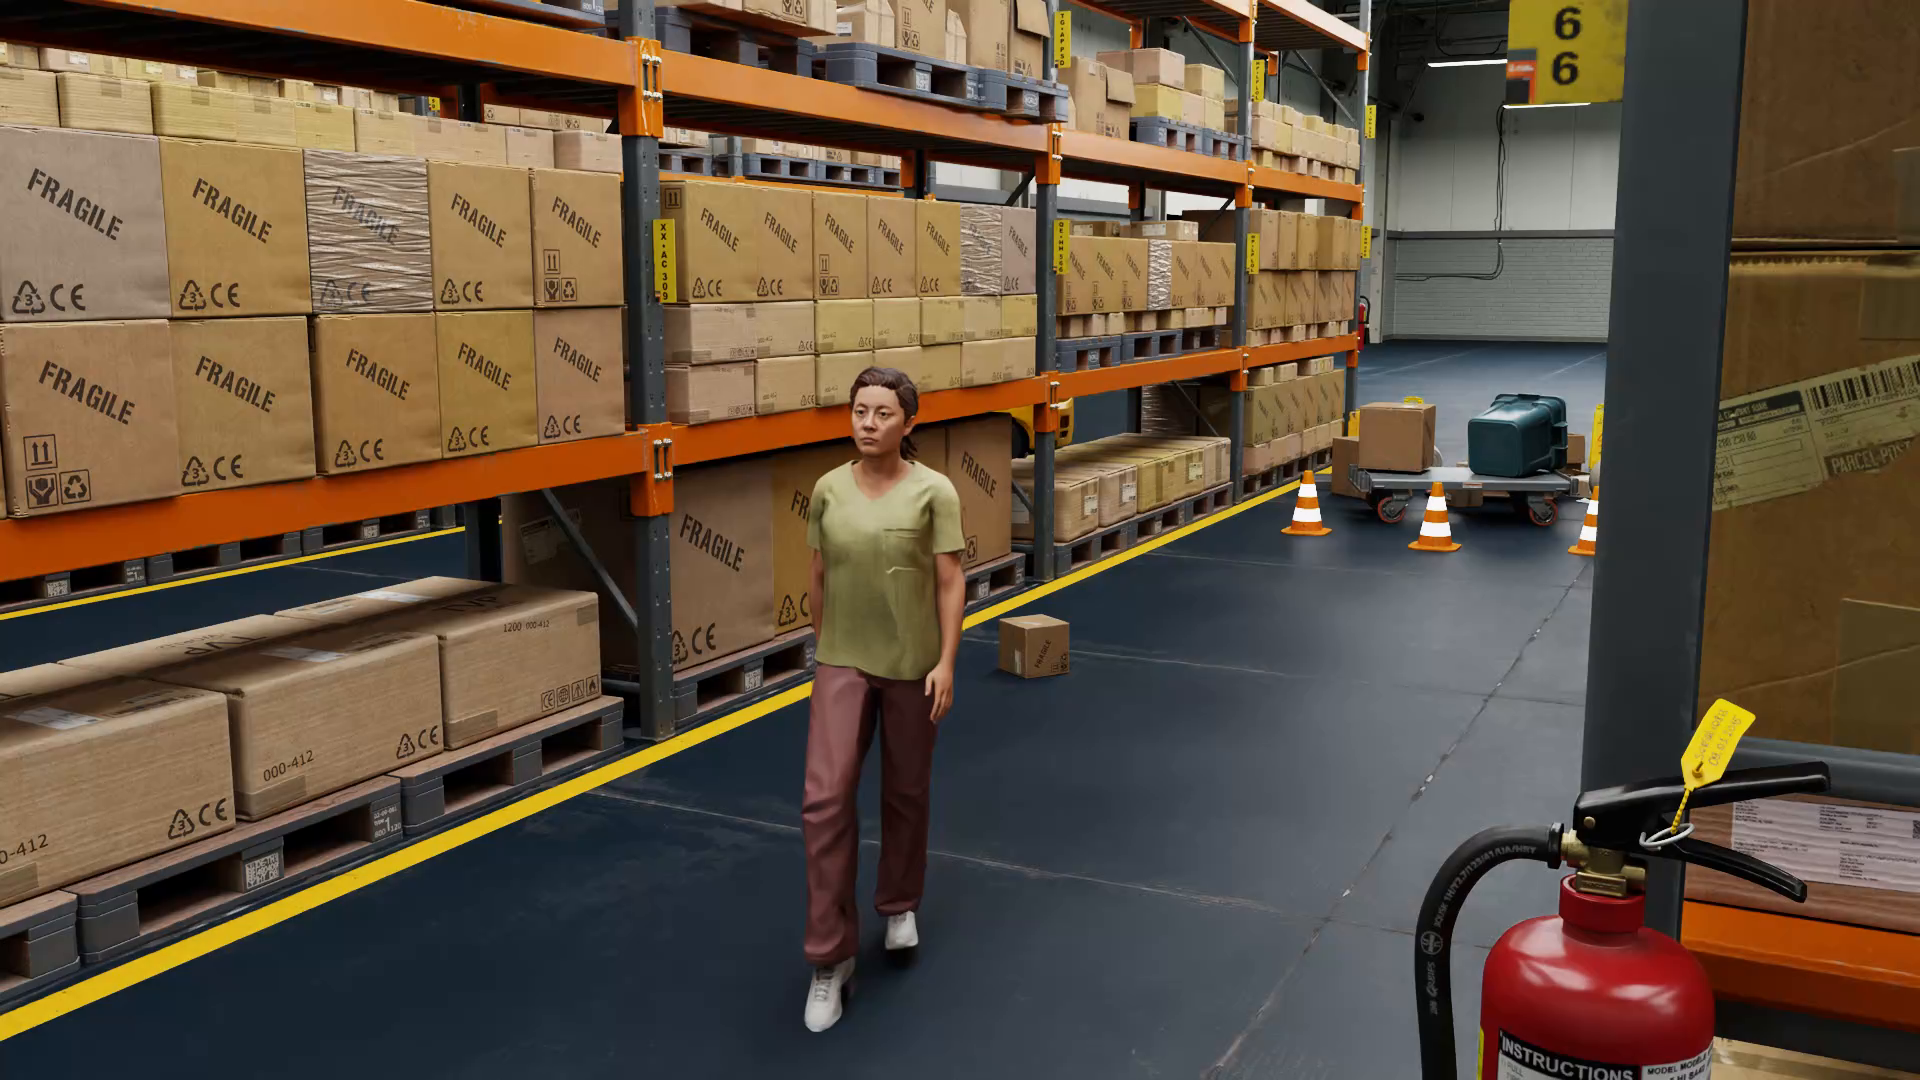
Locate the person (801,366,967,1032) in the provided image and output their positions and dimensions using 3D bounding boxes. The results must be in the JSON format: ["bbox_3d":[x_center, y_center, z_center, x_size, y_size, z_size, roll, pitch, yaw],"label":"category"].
[{"bbox_3d":[-0.215,0.391,4.484,0.454,1.703,0.714,1,9,5],"label":"person"}]
